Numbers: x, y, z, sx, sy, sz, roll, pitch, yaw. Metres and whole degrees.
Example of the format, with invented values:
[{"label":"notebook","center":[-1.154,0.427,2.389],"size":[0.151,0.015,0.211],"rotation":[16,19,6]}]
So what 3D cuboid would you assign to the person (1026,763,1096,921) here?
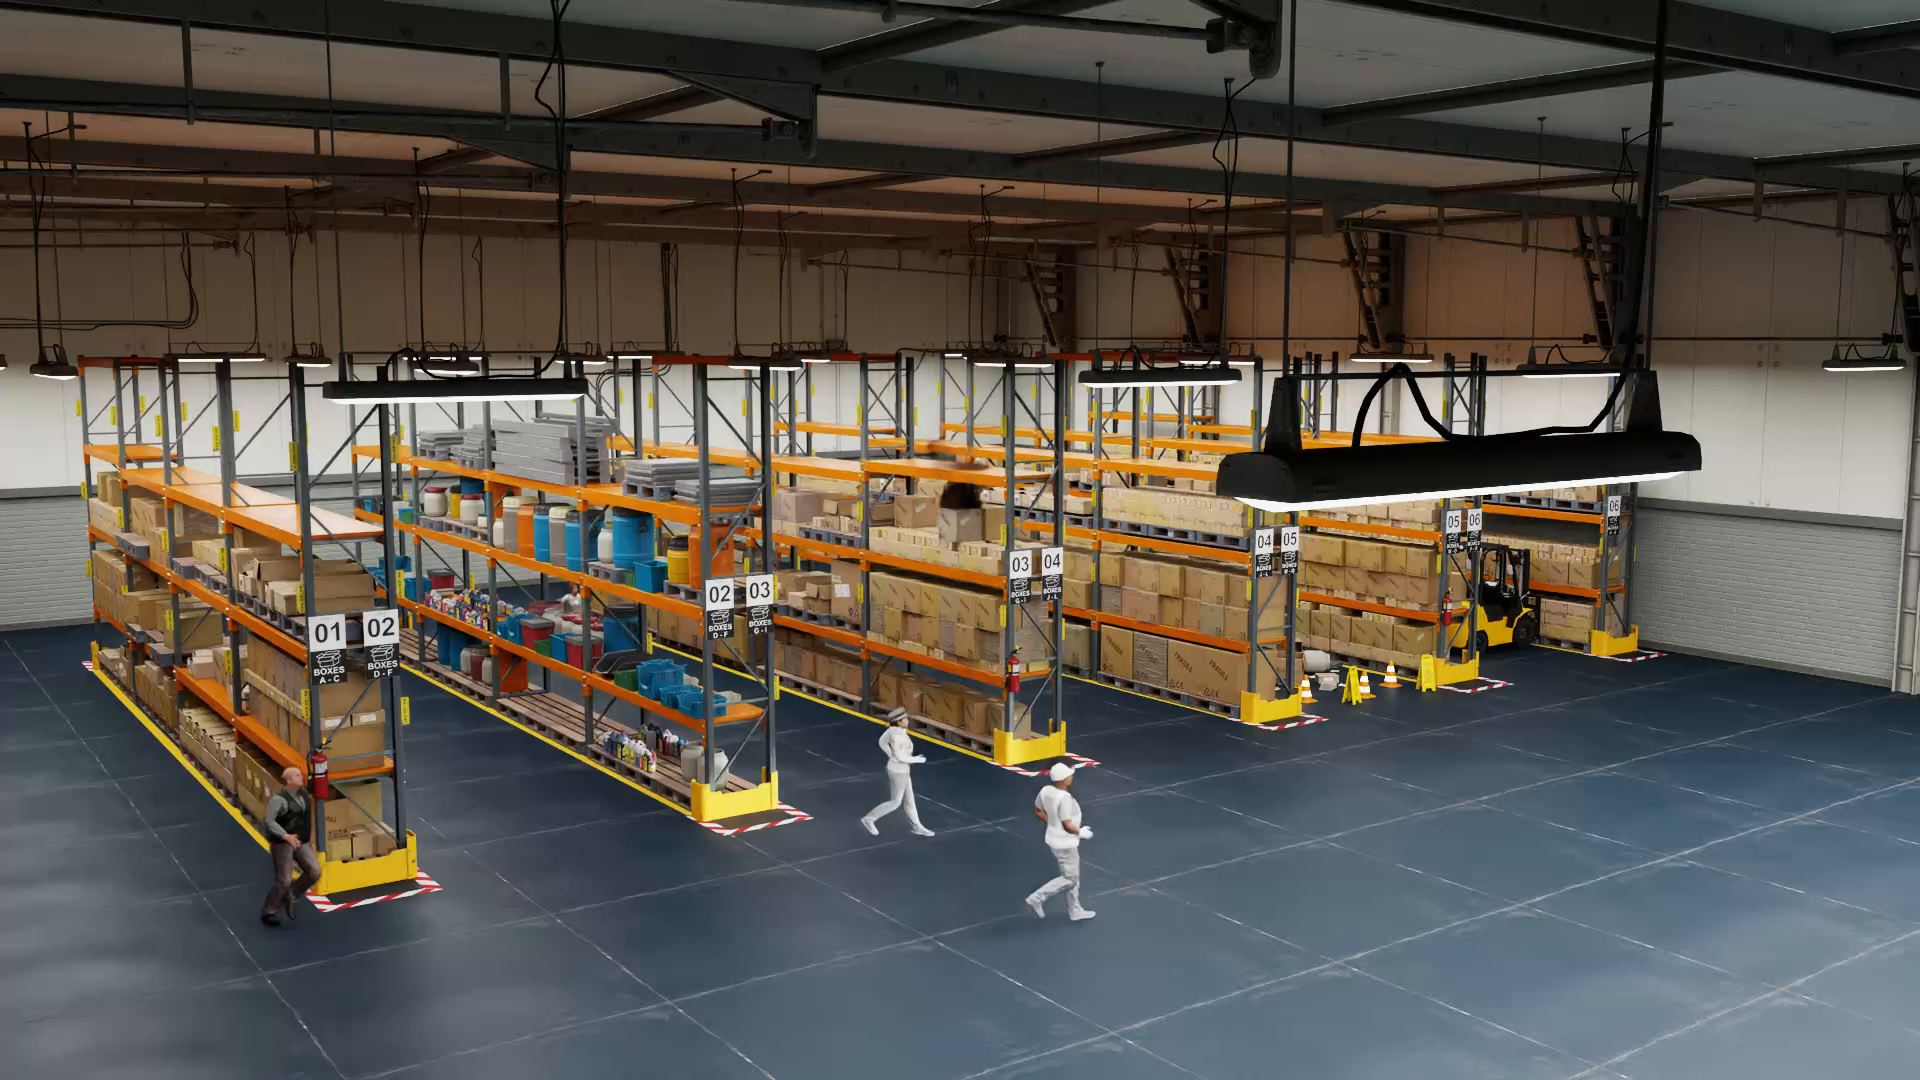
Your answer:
[{"label":"person","center":[1.082,3.277,17.965],"size":[0.854,1.758,0.693],"rotation":[-3,7,-20]}]

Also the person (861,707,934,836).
[{"label":"person","center":[-0.789,2.938,20.977],"size":[0.941,1.691,0.632],"rotation":[-1,7,-8]}]

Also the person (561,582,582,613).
[{"label":"person","center":[-7.511,1.601,32.329],"size":[0.534,1.587,0.884],"rotation":[-6,9,-41]}]

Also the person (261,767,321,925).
[{"label":"person","center":[-7.251,3.306,18.138],"size":[0.598,1.663,0.714],"rotation":[3,8,23]}]
